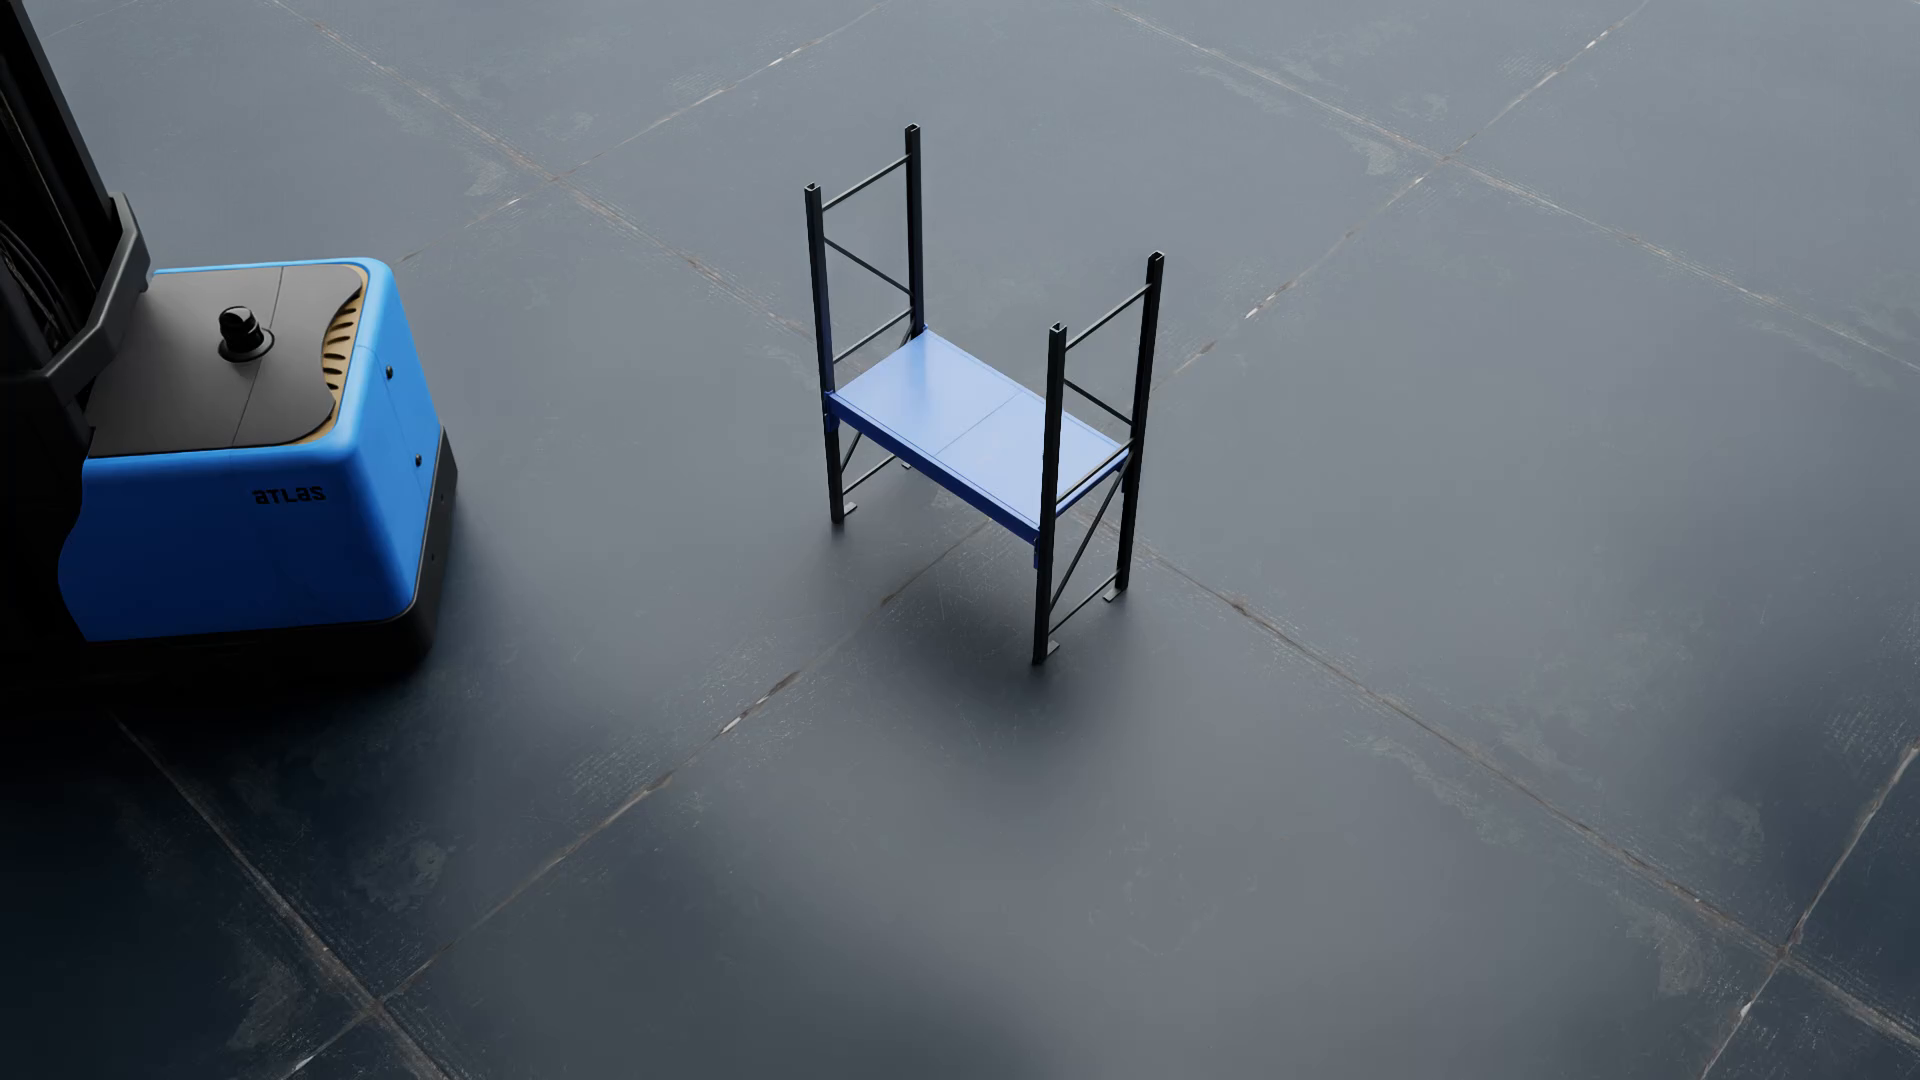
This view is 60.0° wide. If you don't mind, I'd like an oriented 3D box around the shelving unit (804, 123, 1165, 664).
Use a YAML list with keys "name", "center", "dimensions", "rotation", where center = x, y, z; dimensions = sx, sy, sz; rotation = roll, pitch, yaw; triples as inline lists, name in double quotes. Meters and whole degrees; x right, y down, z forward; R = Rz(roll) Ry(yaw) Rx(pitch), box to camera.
- name: "shelving unit"
  center: [0.063, -0.471, 5.664]
  dimensions: [1.048, 1.500, 0.538]
  rotation: [34, 55, 28]

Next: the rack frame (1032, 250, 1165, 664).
- name: "rack frame"
  center: [0.436, -0.220, 5.428]
  dimensions: [0.032, 1.500, 0.500]
  rotation: [34, 55, 28]

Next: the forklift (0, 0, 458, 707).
- name: "forklift"
  center: [-3.393, -0.788, 4.980]
  dimensions: [3.031, 2.935, 1.130]
  rotation: [-4, 47, -4]

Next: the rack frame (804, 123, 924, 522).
- name: "rack frame"
  center: [-0.311, -0.723, 5.900]
  dimensions: [0.032, 1.500, 0.500]
  rotation: [34, 55, 28]

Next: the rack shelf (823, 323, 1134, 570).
- name: "rack shelf"
  center: [0.063, -0.348, 5.795]
  dimensions: [1.000, 0.185, 0.538]
  rotation: [34, 55, 28]
